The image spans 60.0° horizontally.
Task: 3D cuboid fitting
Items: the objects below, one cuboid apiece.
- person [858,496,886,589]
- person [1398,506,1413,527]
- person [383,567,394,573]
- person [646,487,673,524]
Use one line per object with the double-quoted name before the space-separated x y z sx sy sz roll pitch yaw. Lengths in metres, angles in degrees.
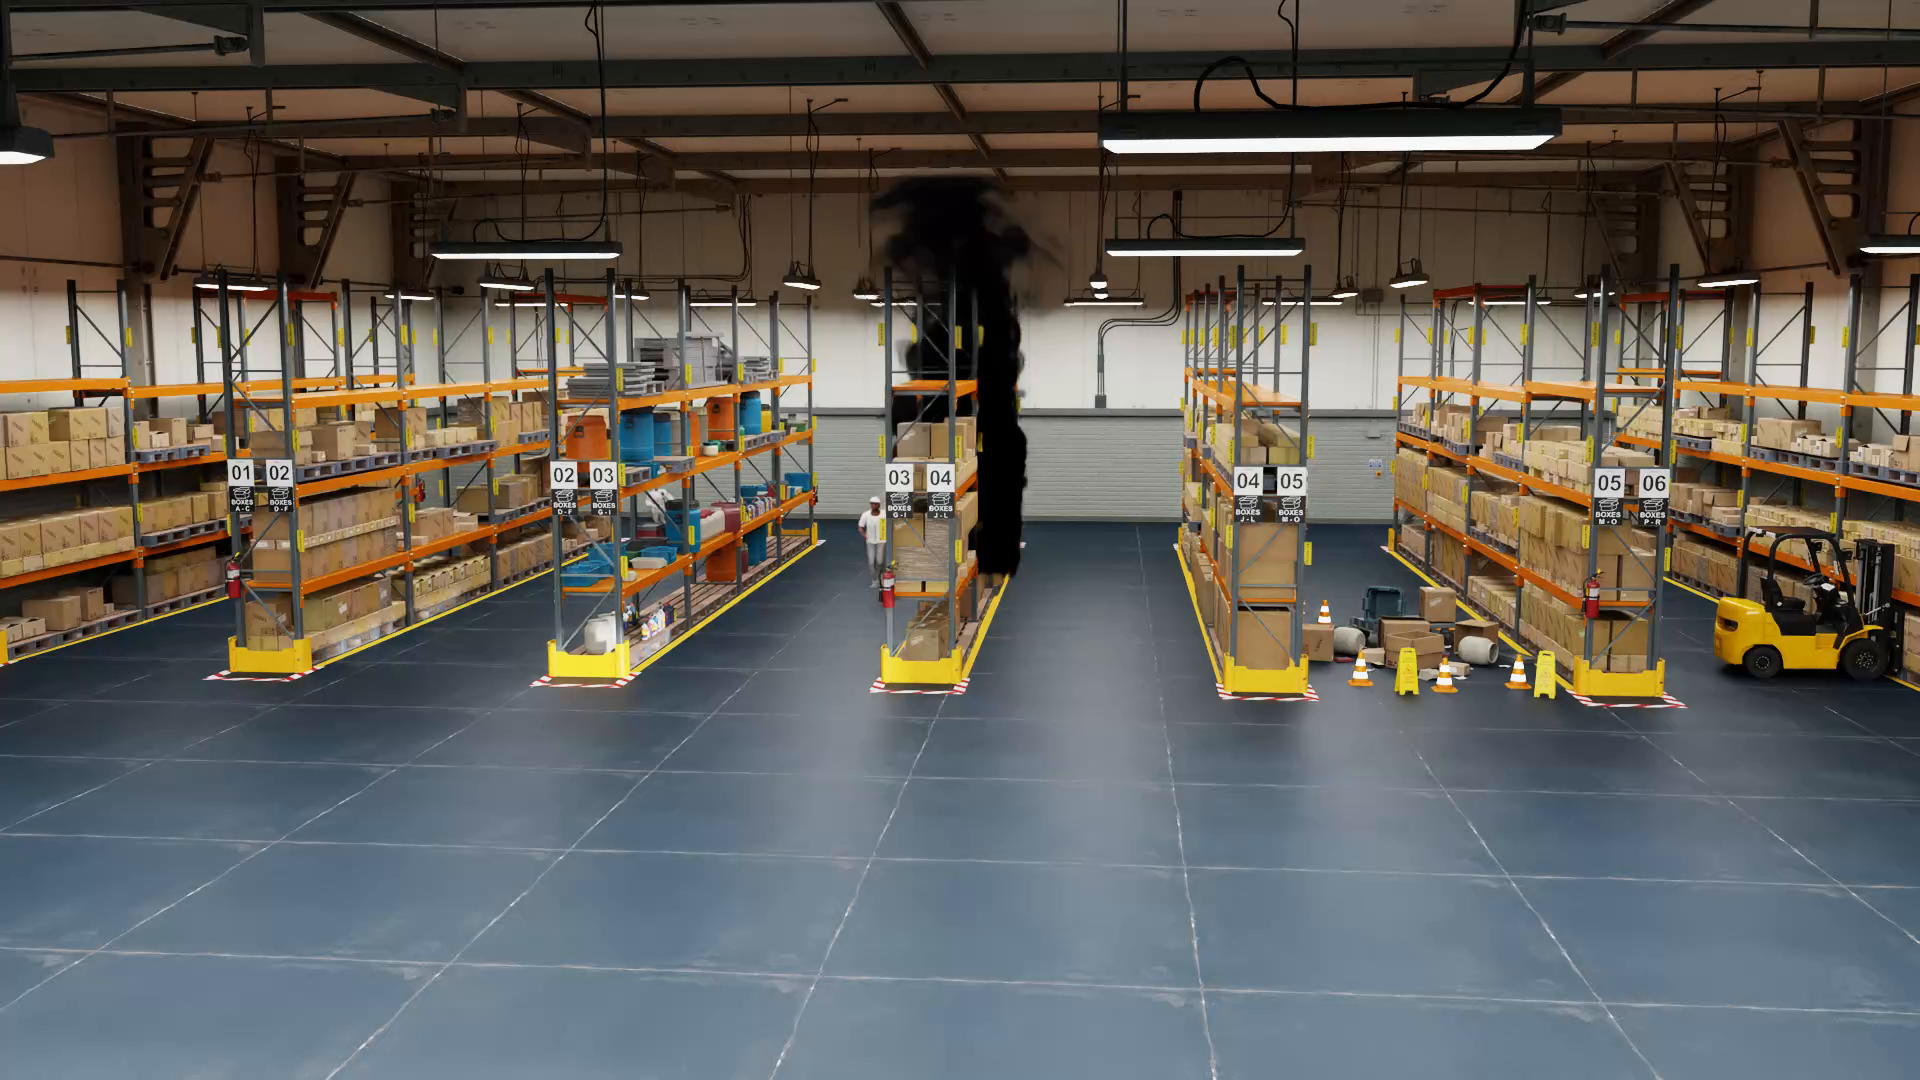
"person" -1.566 0.066 31.282 0.733 1.772 0.579 1 7 6
"person" 10.871 -0.723 40.482 0.522 1.626 0.637 3 8 26
"person" -11.470 0.145 33.347 0.572 1.658 0.822 0 7 -2
"person" -7.191 -0.637 39.710 0.599 1.696 0.607 0 7 -1
